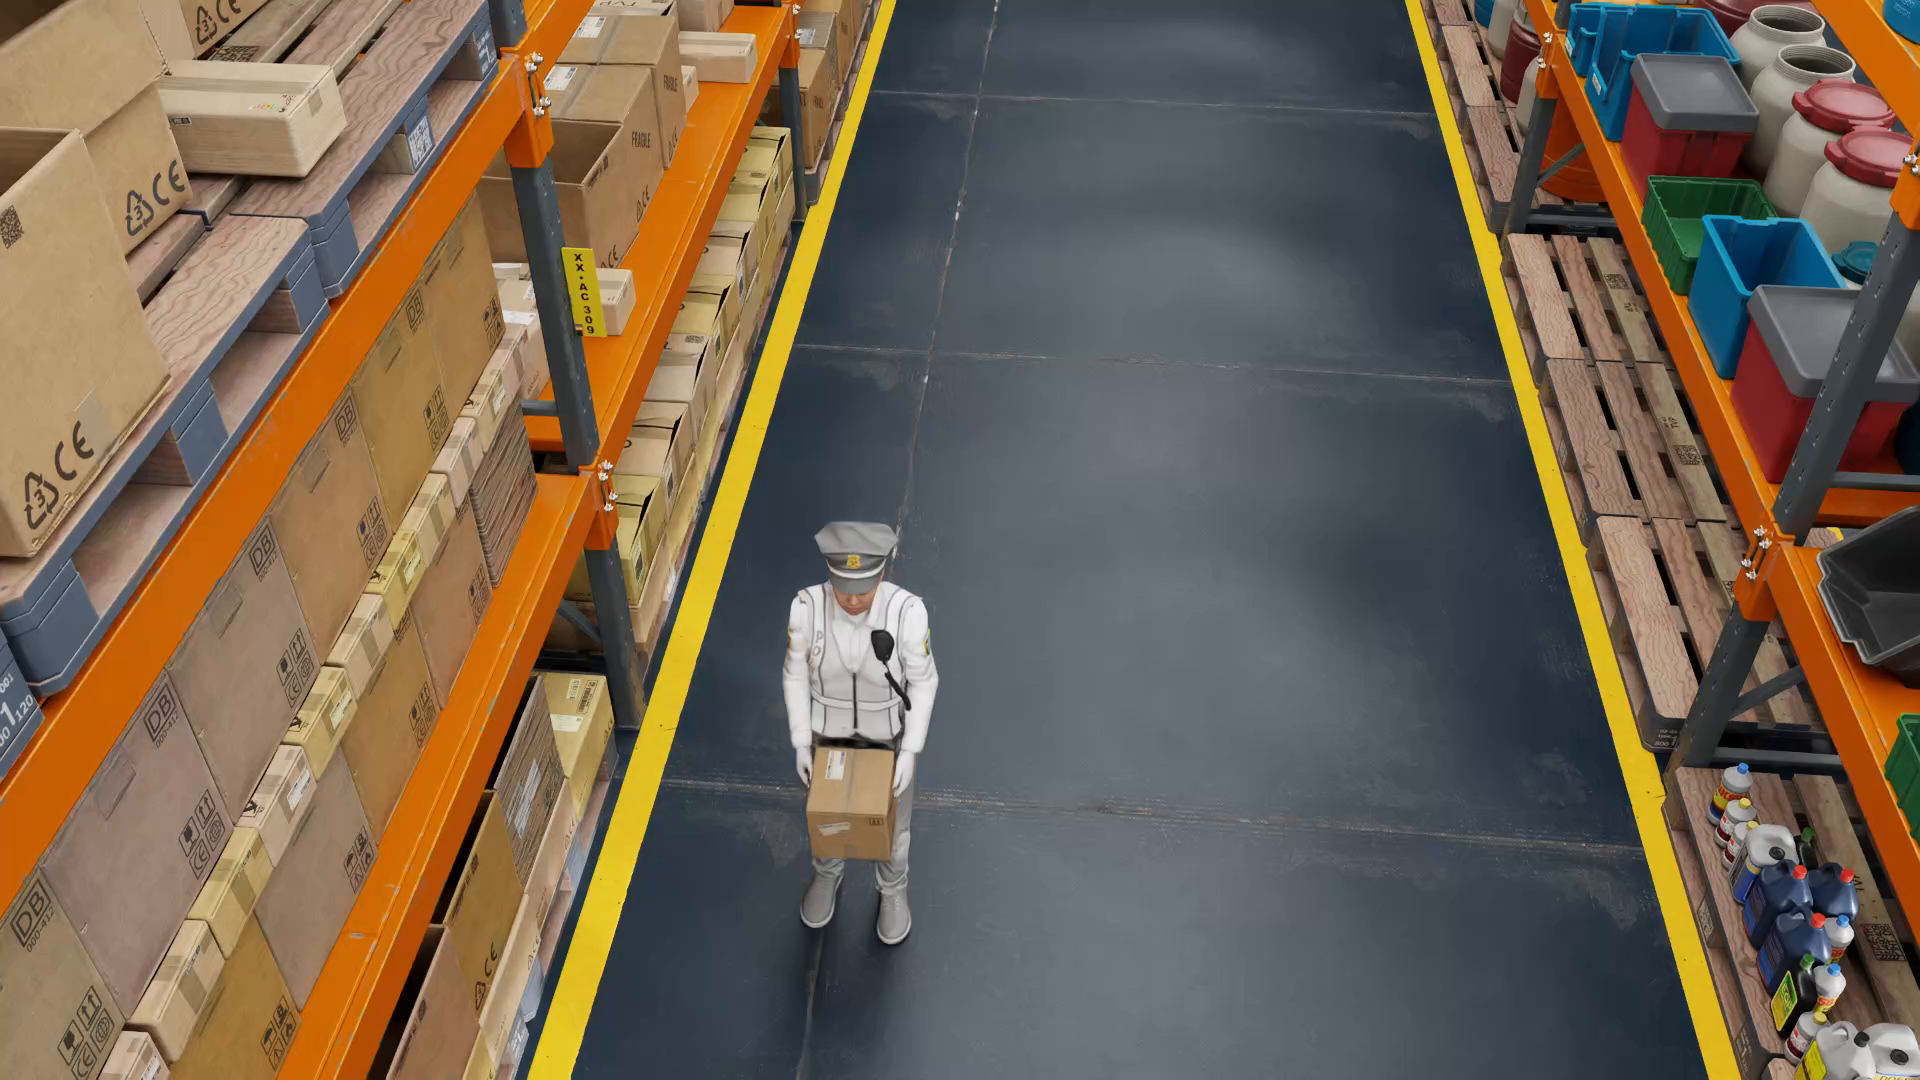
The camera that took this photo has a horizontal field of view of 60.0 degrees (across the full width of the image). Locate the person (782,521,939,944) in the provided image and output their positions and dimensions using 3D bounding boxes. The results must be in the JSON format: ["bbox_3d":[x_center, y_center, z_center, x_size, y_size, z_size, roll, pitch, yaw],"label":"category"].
[{"bbox_3d":[-0.320,0.635,5.389,0.500,1.684,0.411,3,40,3],"label":"person"}]
